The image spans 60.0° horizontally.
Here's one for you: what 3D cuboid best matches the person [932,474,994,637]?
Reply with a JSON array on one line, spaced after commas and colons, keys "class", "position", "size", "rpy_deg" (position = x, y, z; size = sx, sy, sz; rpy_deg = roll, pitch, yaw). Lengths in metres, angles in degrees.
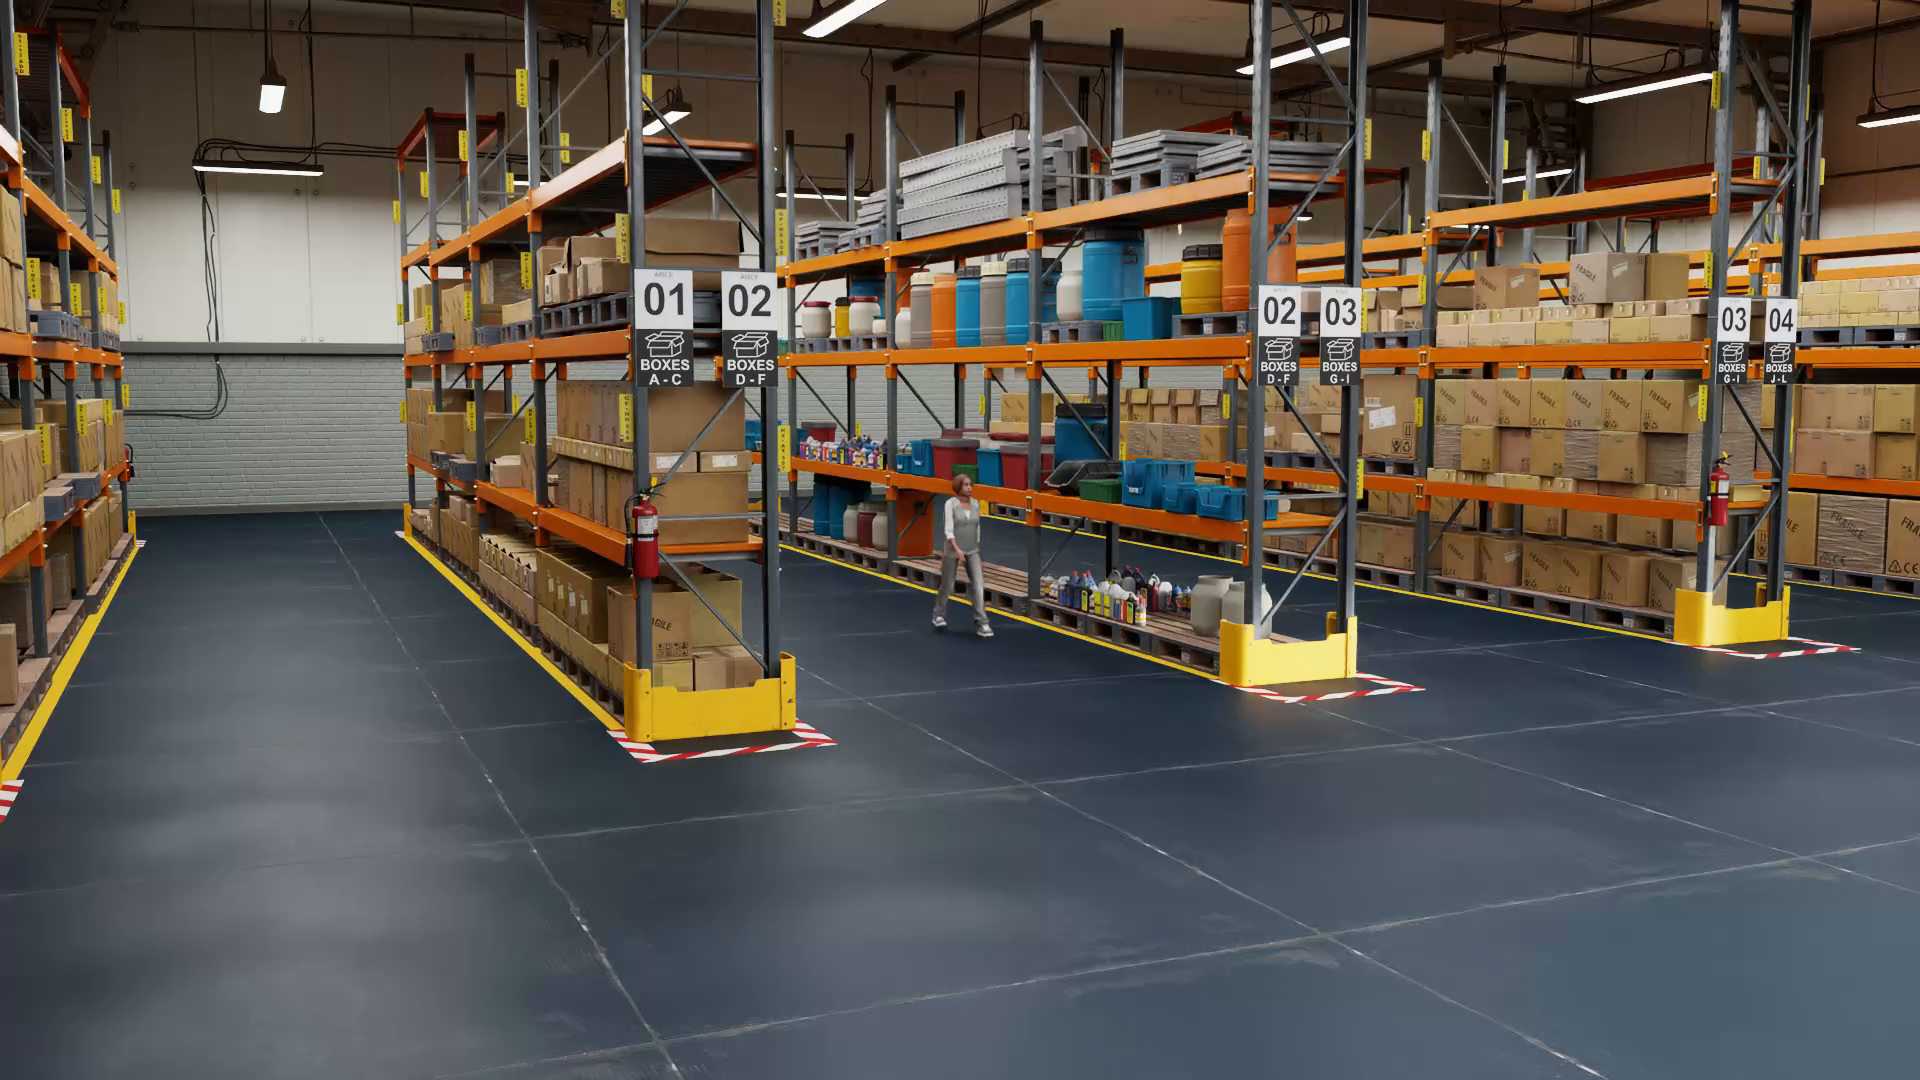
[{"class": "person", "position": [0.027, 0.129, 15.945], "size": [0.434, 1.519, 0.956], "rpy_deg": [-2, 6, -20]}]
